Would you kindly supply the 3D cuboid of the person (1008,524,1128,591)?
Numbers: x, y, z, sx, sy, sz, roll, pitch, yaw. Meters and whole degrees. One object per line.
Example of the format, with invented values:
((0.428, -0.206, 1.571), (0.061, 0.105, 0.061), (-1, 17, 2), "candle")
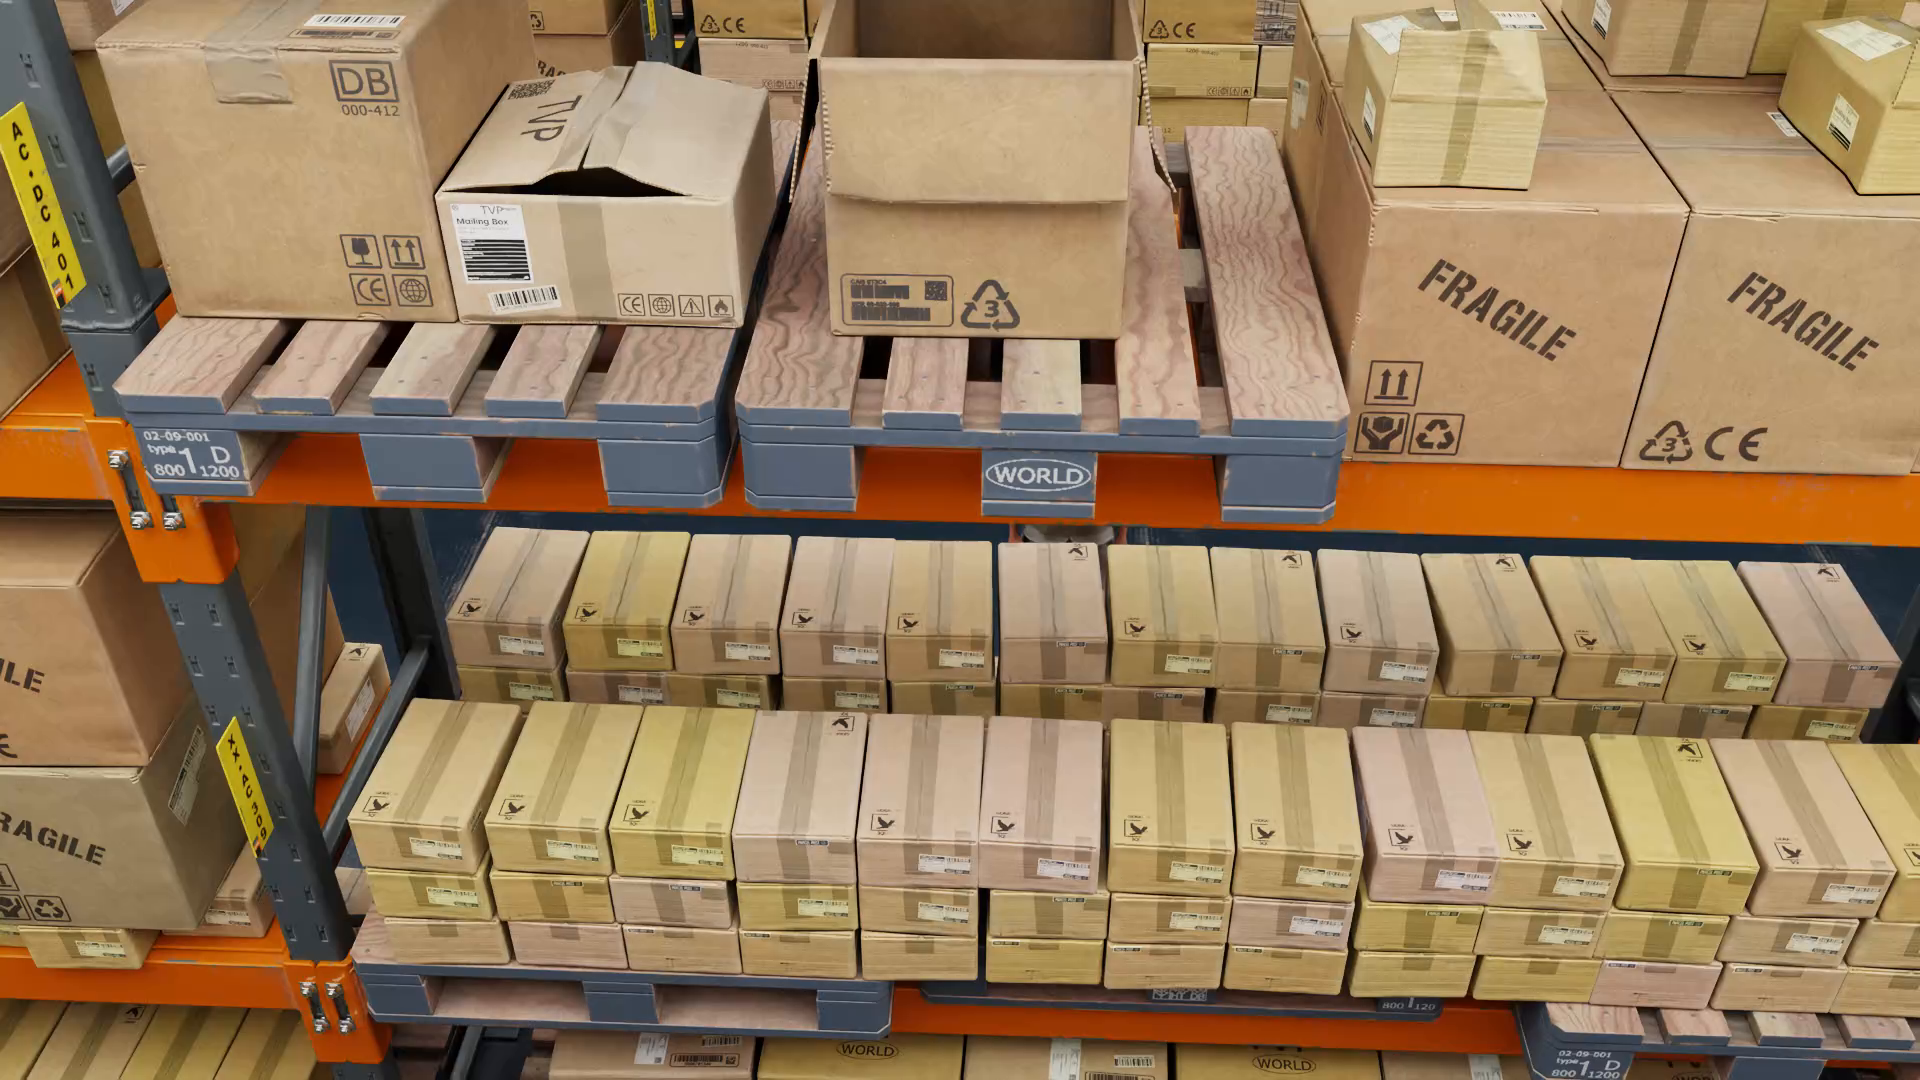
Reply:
((0.402, -0.008, 6.169), (0.461, 1.591, 0.345), (1, 36, 1), "person")
